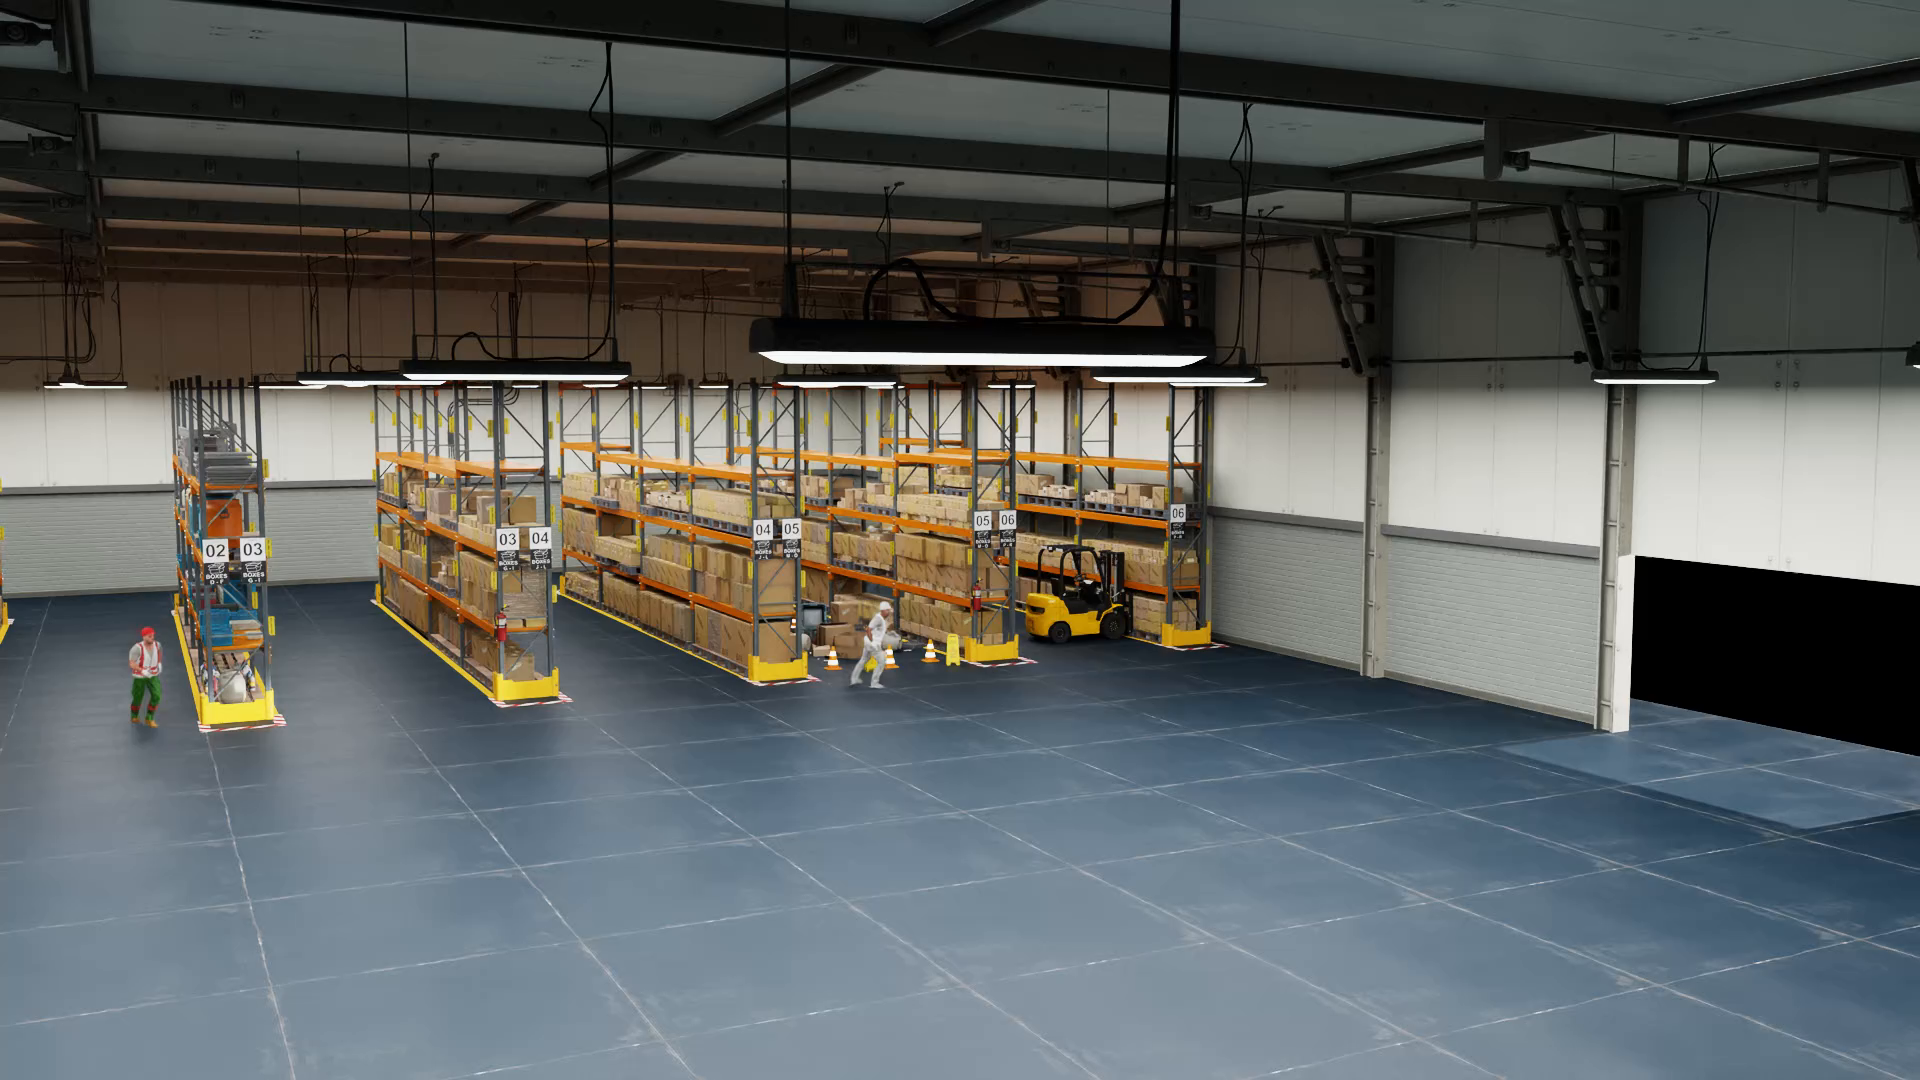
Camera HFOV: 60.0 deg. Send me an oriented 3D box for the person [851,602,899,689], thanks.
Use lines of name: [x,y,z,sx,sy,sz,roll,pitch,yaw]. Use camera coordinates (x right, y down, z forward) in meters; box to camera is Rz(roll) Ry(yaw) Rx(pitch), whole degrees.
person: [-1.649,2.025,32.212,0.926,1.704,0.724,-1,5,-6]

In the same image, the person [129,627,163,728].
person: [-13.908,2.351,28.437,0.875,1.767,0.651,5,7,44]

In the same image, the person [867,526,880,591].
person: [-2.490,0.497,45.713,0.677,1.787,0.842,-3,6,-29]
